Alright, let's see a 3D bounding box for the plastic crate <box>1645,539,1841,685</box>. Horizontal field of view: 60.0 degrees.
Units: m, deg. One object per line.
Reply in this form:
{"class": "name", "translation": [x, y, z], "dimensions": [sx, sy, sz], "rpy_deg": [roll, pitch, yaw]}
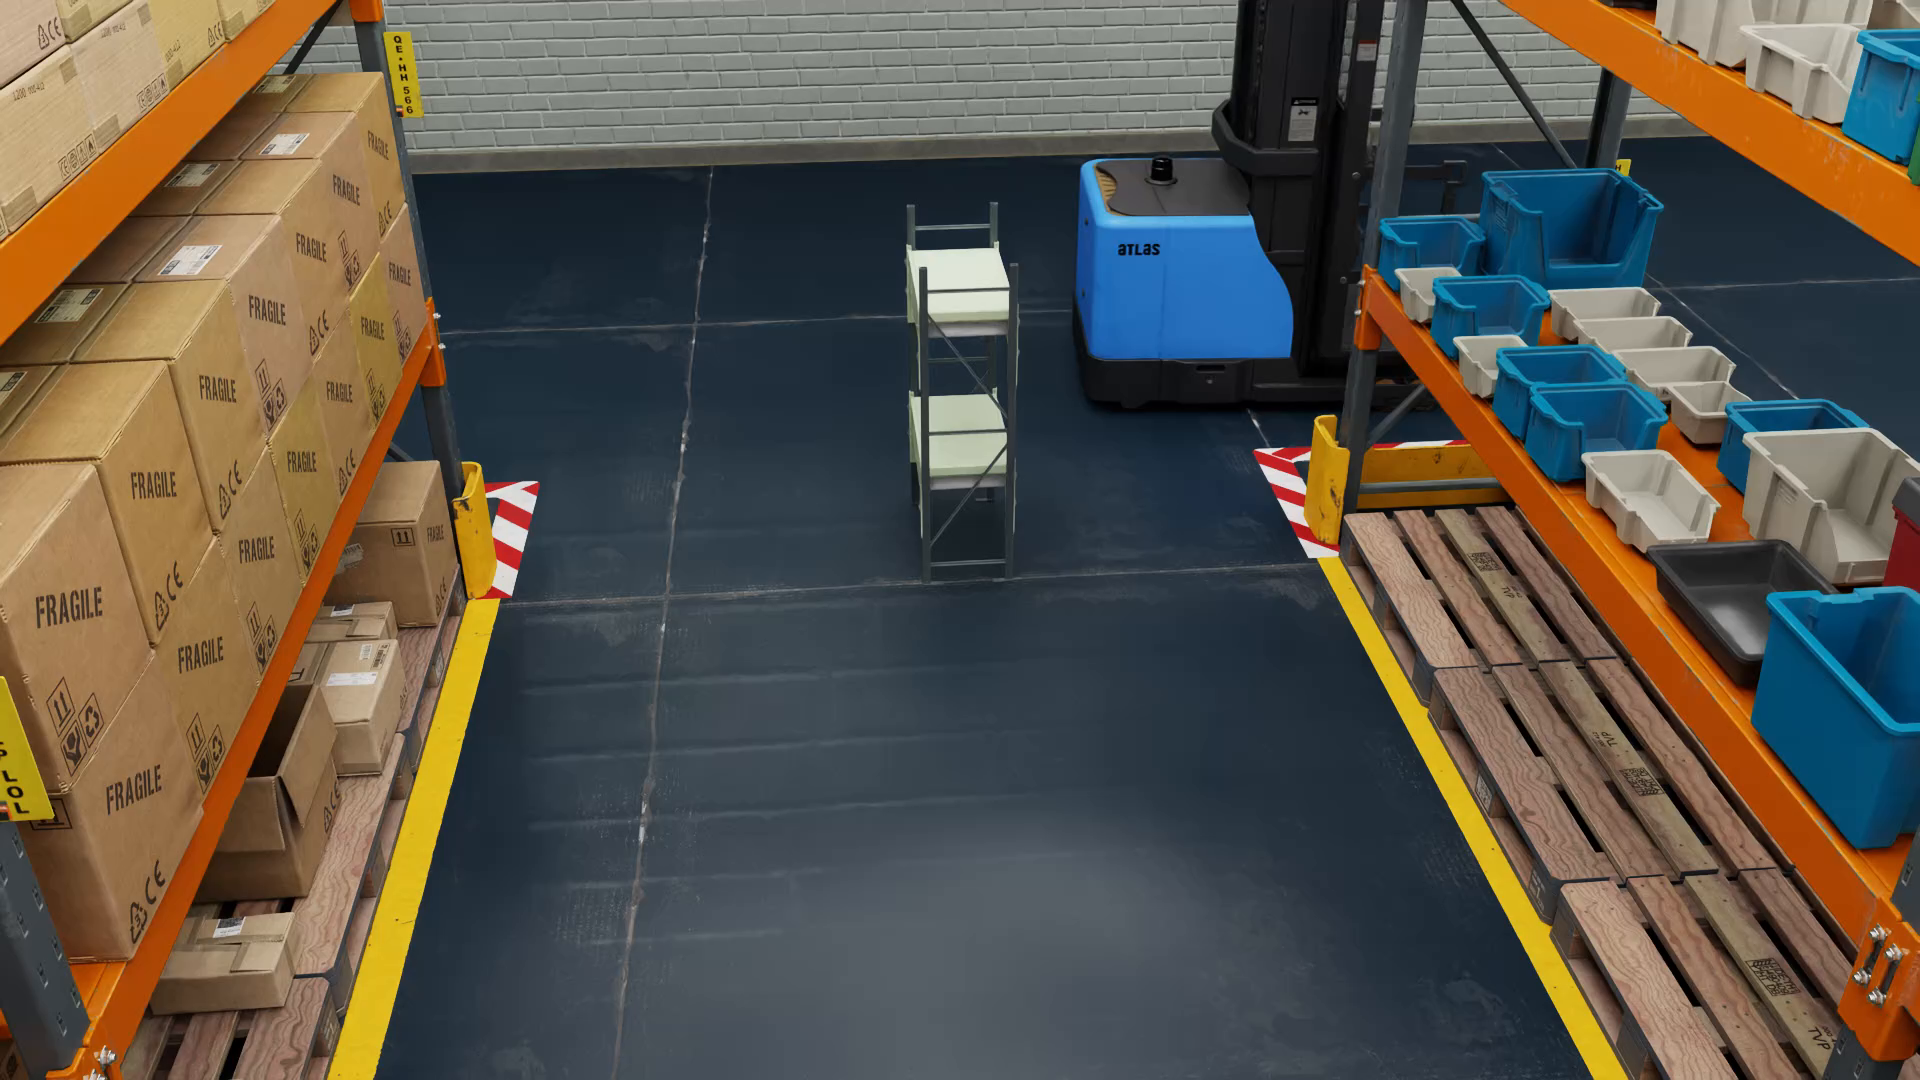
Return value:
{"class": "plastic crate", "translation": [2.251, 0.210, 4.682], "dimensions": [0.437, 0.125, 0.590], "rpy_deg": [-3, 31, -5]}

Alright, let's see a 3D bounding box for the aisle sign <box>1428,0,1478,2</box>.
{"class": "aisle sign", "translation": [1.946, -2.504, 6.482], "dimensions": [0.394, 0.787, 0.004], "rpy_deg": [-3, 31, -5]}

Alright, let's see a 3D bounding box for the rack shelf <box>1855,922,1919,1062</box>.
{"class": "rack shelf", "translation": [2.809, 2.007, 2.167], "dimensions": [1.077, 0.370, 4.000], "rpy_deg": [-3, 31, -5]}

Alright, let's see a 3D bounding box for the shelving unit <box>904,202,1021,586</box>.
{"class": "shelving unit", "translation": [0.001, -0.640, 7.360], "dimensions": [0.431, 1.500, 0.755], "rpy_deg": [-3, 31, -5]}

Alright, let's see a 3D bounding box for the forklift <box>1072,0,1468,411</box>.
{"class": "forklift", "translation": [2.177, -2.220, 8.609], "dimensions": [3.031, 2.935, 1.130], "rpy_deg": [-1, 31, -1]}

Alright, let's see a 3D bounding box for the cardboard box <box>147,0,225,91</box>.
{"class": "cardboard box", "translation": [-2.247, -1.337, 4.285], "dimensions": [0.500, 0.250, 0.500], "rpy_deg": [-3, 31, -5]}

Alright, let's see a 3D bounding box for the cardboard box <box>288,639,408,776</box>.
{"class": "cardboard box", "translation": [-2.328, 0.614, 6.050], "dimensions": [0.500, 0.250, 0.500], "rpy_deg": [-3, 31, -5]}

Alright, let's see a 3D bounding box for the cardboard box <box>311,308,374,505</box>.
{"class": "cardboard box", "translation": [-2.277, -0.438, 5.460], "dimensions": [0.500, 0.500, 0.500], "rpy_deg": [-3, 31, -4]}

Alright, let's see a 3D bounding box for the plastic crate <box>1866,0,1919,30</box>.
{"class": "plastic crate", "translation": [2.689, -1.497, 4.663], "dimensions": [0.437, 0.136, 0.530], "rpy_deg": [-3, 31, -5]}

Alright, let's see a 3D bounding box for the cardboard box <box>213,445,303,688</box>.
{"class": "cardboard box", "translation": [-2.181, 0.079, 4.595], "dimensions": [0.500, 0.500, 0.500], "rpy_deg": [-3, 31, -5]}

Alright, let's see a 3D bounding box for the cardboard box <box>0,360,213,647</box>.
{"class": "cardboard box", "translation": [-2.122, -0.078, 3.882], "dimensions": [0.500, 0.500, 0.500], "rpy_deg": [-4, 31, -6]}

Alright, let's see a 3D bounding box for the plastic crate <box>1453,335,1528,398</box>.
{"class": "plastic crate", "translation": [1.955, -0.622, 6.065], "dimensions": [0.250, 0.136, 0.298], "rpy_deg": [-3, 31, -5]}

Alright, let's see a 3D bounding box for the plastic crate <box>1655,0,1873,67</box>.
{"class": "plastic crate", "translation": [2.149, -1.456, 4.453], "dimensions": [0.437, 0.282, 0.530], "rpy_deg": [-3, 31, -5]}

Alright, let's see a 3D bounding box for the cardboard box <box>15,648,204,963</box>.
{"class": "cardboard box", "translation": [-2.086, 0.596, 3.730], "dimensions": [0.500, 0.500, 0.500], "rpy_deg": [-2, 31, -3]}

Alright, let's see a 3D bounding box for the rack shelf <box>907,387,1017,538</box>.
{"class": "rack shelf", "translation": [0.001, -0.361, 7.527], "dimensions": [0.431, 0.370, 0.720], "rpy_deg": [-3, 31, -5]}

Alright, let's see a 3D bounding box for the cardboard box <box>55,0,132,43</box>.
{"class": "cardboard box", "translation": [-2.191, -1.297, 3.730], "dimensions": [0.500, 0.250, 0.500], "rpy_deg": [-3, 31, -5]}

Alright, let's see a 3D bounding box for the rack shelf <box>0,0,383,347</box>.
{"class": "rack shelf", "translation": [-2.496, -1.088, 4.423], "dimensions": [1.077, 0.370, 4.000], "rpy_deg": [-3, 31, -5]}

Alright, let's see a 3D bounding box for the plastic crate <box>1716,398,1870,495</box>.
{"class": "plastic crate", "translation": [2.696, -0.283, 5.404], "dimensions": [0.416, 0.233, 0.300], "rpy_deg": [-3, 31, -5]}

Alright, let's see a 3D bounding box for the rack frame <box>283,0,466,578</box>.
{"class": "rack frame", "translation": [-2.683, -1.130, 6.717], "dimensions": [1.000, 3.000, 0.127], "rpy_deg": [-3, 31, -5]}

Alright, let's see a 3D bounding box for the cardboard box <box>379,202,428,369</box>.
{"class": "cardboard box", "translation": [-2.370, -0.957, 6.330], "dimensions": [0.500, 0.500, 0.500], "rpy_deg": [-2, 31, -3]}

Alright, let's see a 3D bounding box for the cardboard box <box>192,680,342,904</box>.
{"class": "cardboard box", "translation": [-2.490, 0.836, 5.431], "dimensions": [0.797, 0.503, 0.637], "rpy_deg": [-3, 31, -5]}

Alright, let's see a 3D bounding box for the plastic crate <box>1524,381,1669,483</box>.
{"class": "plastic crate", "translation": [2.095, -0.352, 5.519], "dimensions": [0.416, 0.233, 0.300], "rpy_deg": [-3, 31, -5]}

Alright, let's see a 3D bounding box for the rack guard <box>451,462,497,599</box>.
{"class": "rack guard", "translation": [-2.676, -0.018, 7.293], "dimensions": [1.175, 0.500, 0.348], "rpy_deg": [-3, 31, -5]}

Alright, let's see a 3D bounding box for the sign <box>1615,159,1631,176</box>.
{"class": "sign", "translation": [2.795, -1.470, 7.127], "dimensions": [0.100, 0.325, 0.005], "rpy_deg": [-3, 31, -5]}

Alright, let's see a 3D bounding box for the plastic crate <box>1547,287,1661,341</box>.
{"class": "plastic crate", "translation": [2.505, -0.870, 6.481], "dimensions": [0.396, 0.136, 0.243], "rpy_deg": [-3, 31, -5]}

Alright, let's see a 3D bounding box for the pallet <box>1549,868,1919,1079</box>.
{"class": "pallet", "translation": [2.515, 1.500, 5.032], "dimensions": [1.003, 0.211, 1.213], "rpy_deg": [-3, 31, -5]}

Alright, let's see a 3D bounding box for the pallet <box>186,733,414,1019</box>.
{"class": "pallet", "translation": [-2.490, 1.134, 5.645], "dimensions": [1.003, 0.211, 1.213], "rpy_deg": [-3, 31, -5]}

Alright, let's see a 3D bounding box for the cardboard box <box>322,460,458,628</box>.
{"class": "cardboard box", "translation": [-2.387, 0.020, 6.800], "dimensions": [0.500, 0.500, 0.500], "rpy_deg": [-3, 31, -5]}

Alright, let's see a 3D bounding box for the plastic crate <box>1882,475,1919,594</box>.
{"class": "plastic crate", "translation": [2.789, 0.156, 4.444], "dimensions": [0.402, 0.464, 0.583], "rpy_deg": [-3, 31, -5]}

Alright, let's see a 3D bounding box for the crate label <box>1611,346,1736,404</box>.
{"class": "crate label", "translation": [2.568, -0.581, 5.996], "dimensions": [0.396, 0.136, 0.243], "rpy_deg": [-3, 31, -5]}

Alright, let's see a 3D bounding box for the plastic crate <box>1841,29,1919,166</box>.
{"class": "plastic crate", "translation": [2.220, -0.989, 3.718], "dimensions": [0.416, 0.233, 0.300], "rpy_deg": [-3, 31, -5]}

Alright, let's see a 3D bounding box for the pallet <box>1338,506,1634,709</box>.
{"class": "pallet", "translation": [2.287, 0.254, 7.118], "dimensions": [1.003, 0.211, 1.213], "rpy_deg": [-3, 31, -5]}

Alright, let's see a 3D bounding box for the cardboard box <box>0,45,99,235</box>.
{"class": "cardboard box", "translation": [-2.151, -0.827, 3.430], "dimensions": [0.500, 0.250, 0.500], "rpy_deg": [-3, 31, -5]}

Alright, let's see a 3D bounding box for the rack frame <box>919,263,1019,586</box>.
{"class": "rack frame", "translation": [0.035, -0.454, 7.047], "dimensions": [0.400, 1.500, 0.023], "rpy_deg": [-3, 31, -5]}

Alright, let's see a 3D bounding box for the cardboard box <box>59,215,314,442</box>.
{"class": "cardboard box", "translation": [-2.219, -0.604, 4.763], "dimensions": [0.500, 0.500, 0.500], "rpy_deg": [-2, 31, -3]}

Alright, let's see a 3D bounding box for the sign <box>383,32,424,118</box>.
{"class": "sign", "translation": [-2.129, -1.779, 6.366], "dimensions": [0.100, 0.325, 0.005], "rpy_deg": [-3, 31, -5]}

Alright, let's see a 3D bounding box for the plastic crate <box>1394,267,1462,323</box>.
{"class": "plastic crate", "translation": [1.892, -0.969, 6.645], "dimensions": [0.250, 0.136, 0.298], "rpy_deg": [-3, 31, -5]}

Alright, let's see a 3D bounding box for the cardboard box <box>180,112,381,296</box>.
{"class": "cardboard box", "translation": [-2.320, -1.130, 5.645], "dimensions": [0.500, 0.500, 0.500], "rpy_deg": [-2, 31, -3]}

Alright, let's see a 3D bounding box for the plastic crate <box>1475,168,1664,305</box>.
{"class": "plastic crate", "translation": [2.466, -1.244, 6.815], "dimensions": [0.616, 0.435, 0.499], "rpy_deg": [-3, 31, -5]}
